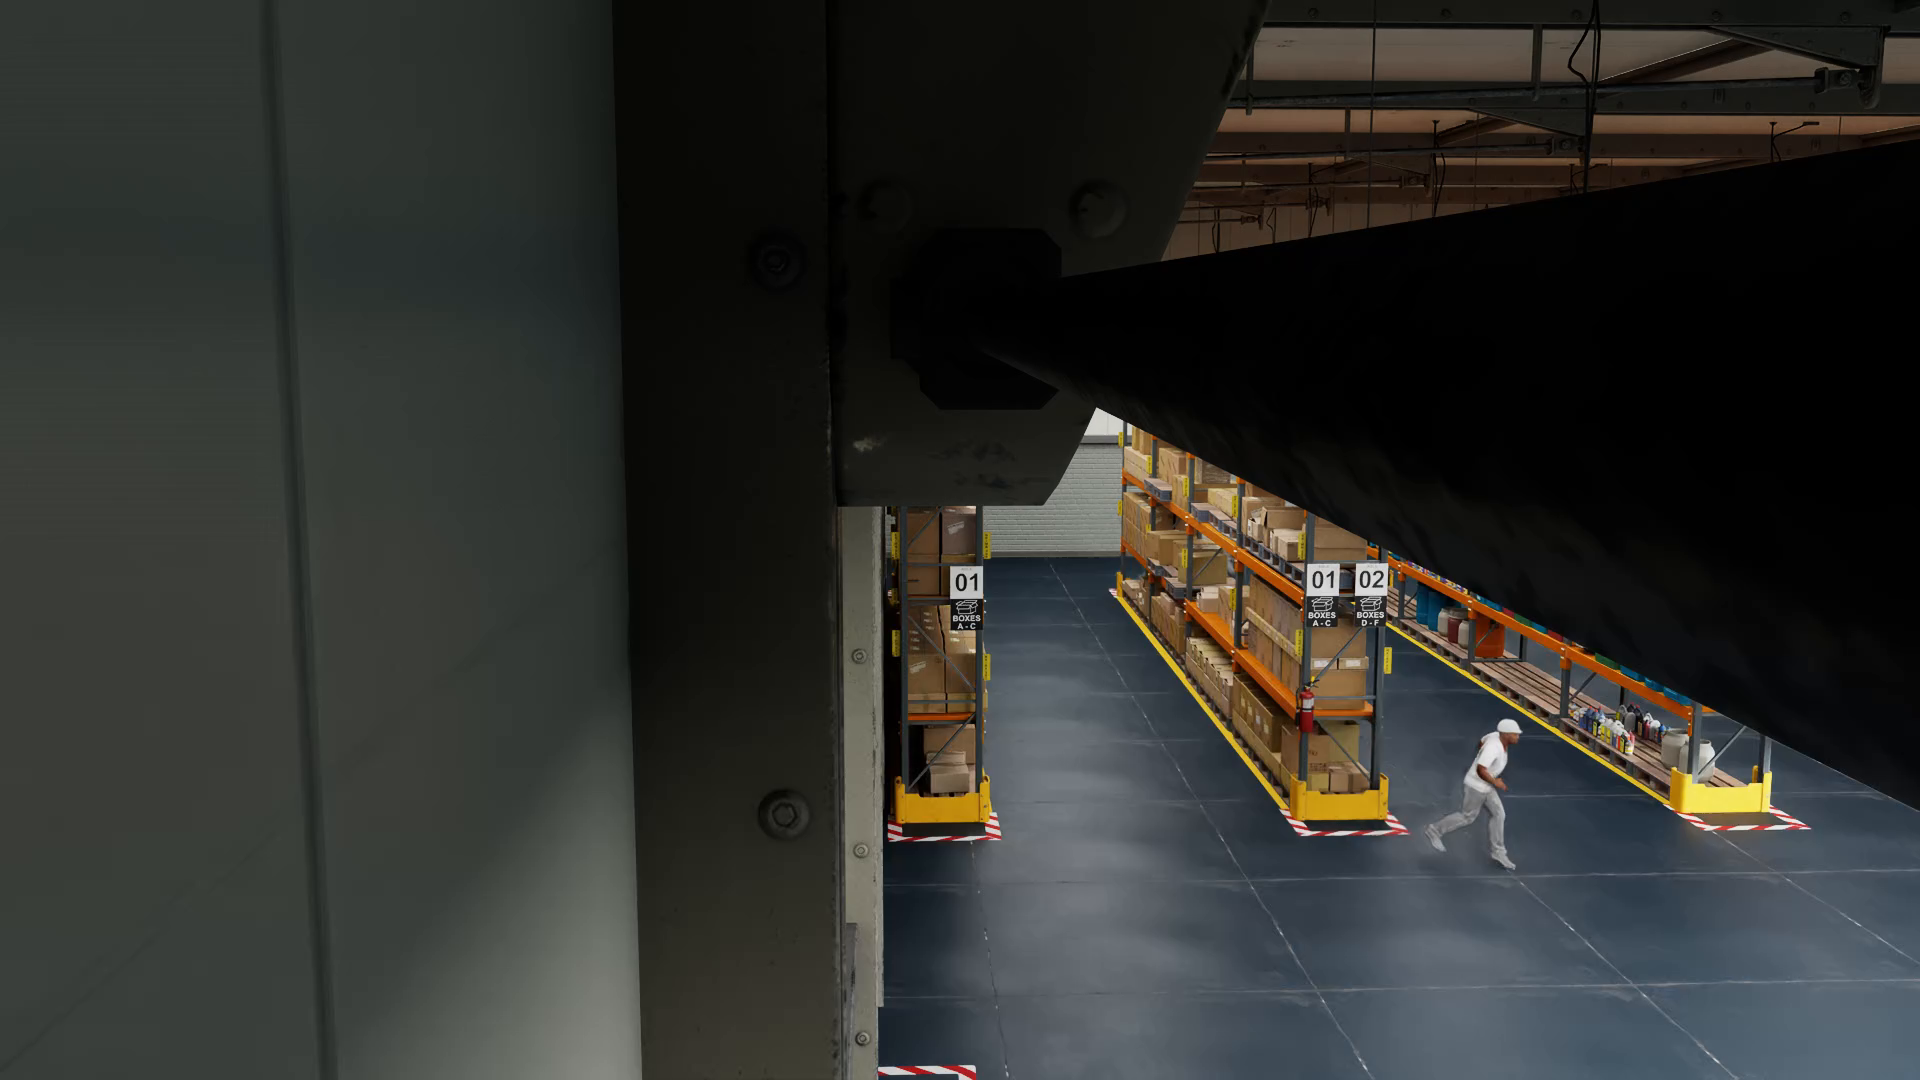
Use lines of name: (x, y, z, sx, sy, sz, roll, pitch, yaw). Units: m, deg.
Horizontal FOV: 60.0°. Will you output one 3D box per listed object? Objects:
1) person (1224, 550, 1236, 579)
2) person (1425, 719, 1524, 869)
person: (5.846, 0.433, 36.322, 0.547, 1.596, 0.693, -4, 9, -27)
person: (5.863, 2.848, 18.991, 1.036, 1.721, 0.740, 3, 9, 23)
